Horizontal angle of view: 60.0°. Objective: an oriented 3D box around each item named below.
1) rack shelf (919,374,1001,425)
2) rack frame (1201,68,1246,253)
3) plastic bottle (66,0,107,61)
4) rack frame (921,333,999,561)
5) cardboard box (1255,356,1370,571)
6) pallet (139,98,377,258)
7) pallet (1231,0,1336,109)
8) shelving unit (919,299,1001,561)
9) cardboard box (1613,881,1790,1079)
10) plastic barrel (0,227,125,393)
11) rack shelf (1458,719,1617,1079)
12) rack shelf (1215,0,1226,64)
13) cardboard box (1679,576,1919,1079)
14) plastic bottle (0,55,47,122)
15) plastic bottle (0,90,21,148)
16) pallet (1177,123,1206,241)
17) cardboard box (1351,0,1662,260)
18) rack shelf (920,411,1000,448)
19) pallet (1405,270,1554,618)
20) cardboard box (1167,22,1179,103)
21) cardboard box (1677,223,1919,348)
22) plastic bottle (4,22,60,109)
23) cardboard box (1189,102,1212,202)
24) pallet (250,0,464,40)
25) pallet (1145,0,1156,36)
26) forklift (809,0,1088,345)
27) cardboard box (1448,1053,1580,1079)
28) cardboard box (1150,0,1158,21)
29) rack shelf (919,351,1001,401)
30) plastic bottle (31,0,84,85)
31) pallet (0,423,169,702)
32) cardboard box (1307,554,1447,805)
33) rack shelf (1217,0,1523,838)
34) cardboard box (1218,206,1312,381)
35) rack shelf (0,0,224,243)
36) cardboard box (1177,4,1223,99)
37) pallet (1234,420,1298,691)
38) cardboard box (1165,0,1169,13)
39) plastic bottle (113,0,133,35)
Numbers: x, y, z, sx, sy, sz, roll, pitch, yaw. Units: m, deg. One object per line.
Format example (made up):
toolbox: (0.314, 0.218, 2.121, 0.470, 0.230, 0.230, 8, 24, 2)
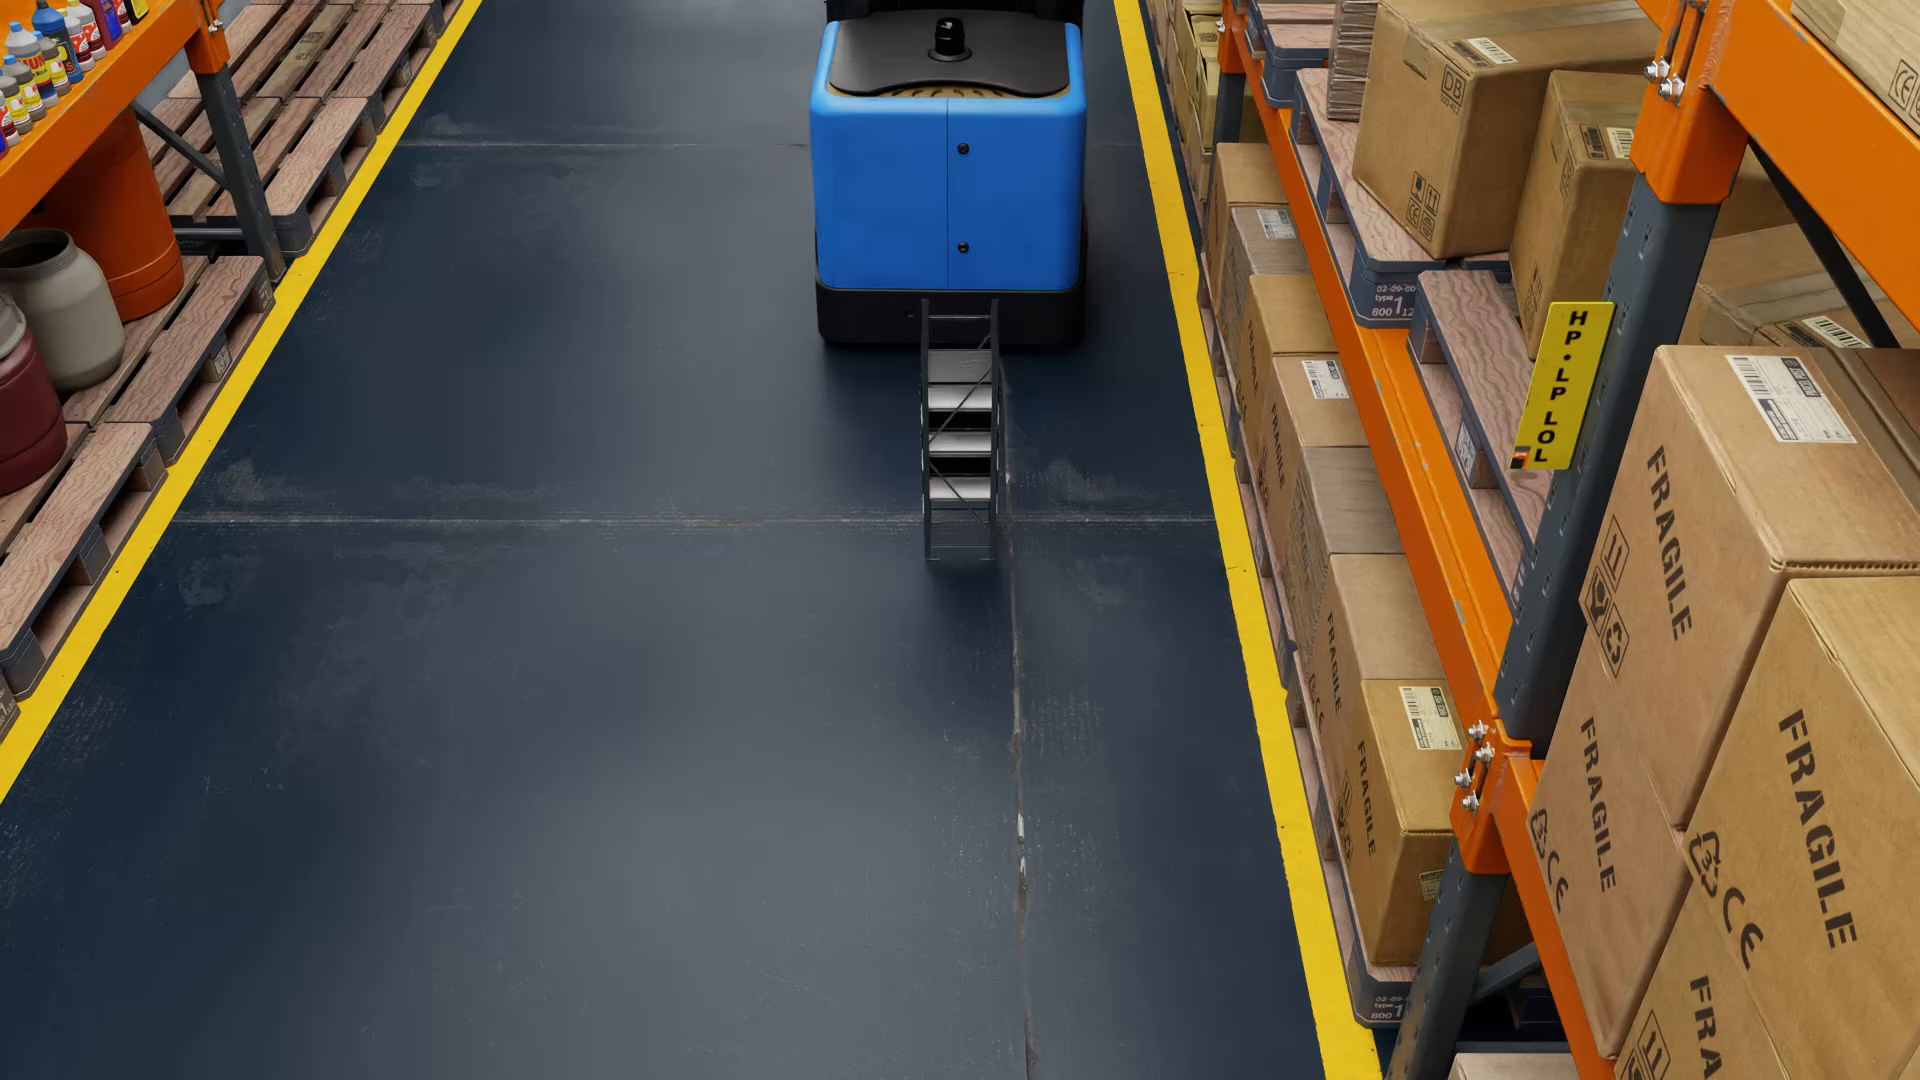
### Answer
rack shelf: (0.000, -0.461, 5.371, 0.258, 0.077, 0.200, 0, 39, 0)
rack frame: (1.537, -2.301, 6.222, 1.000, 3.000, 0.127, 0, 39, 0)
plastic bottle: (-3.007, -1.753, 5.698, 0.097, 0.201, 0.097, 0, 39, 0)
rack frame: (0.000, -0.282, 5.383, 0.240, 0.900, 0.006, 0, 39, 0)
cardboard box: (1.259, -0.245, 5.304, 0.500, 0.500, 0.500, -1, 39, -2)
pallet: (-3.378, -1.696, 7.697, 1.003, 0.211, 1.213, 0, 39, 0)
pallet: (1.608, -1.802, 5.754, 1.213, 0.211, 1.003, 0, 39, 0)
shelving unit: (0.000, -0.346, 5.462, 0.258, 0.900, 0.210, 0, 39, 0)
cardboard box: (1.274, 0.801, 2.272, 0.500, 0.500, 0.500, 1, 39, 1)
plastic barrel: (-3.309, -0.834, 6.045, 0.421, 0.512, 0.421, 0, 39, 0)
rack shelf: (1.544, 1.732, 1.765, 1.077, 0.370, 4.000, 0, 39, 0)
rack shelf: (1.535, -3.271, 8.008, 1.077, 0.370, 4.000, 0, 39, 0)
cardboard box: (1.262, 0.389, 1.987, 0.500, 0.500, 0.500, -1, 39, -1)
plastic bottle: (-3.006, -1.449, 5.318, 0.097, 0.201, 0.097, 0, 39, 0)
plastic bottle: (-3.006, -1.327, 5.166, 0.097, 0.201, 0.097, 0, 39, 0)
pallet: (1.575, -1.728, 7.737, 1.003, 0.211, 1.213, 0, 39, 0)
cardboard box: (1.478, -1.107, 4.317, 0.700, 0.500, 0.500, -9, 40, -11)
rack shelf: (0.000, -0.390, 5.427, 0.258, 0.077, 0.200, 0, 39, 0)
pallet: (1.650, -0.224, 3.785, 1.003, 0.211, 1.213, 0, 39, 0)
cardboard box: (1.291, -2.357, 8.156, 0.500, 0.250, 0.500, 1, 39, 1)
cardboard box: (1.765, -0.299, 3.308, 0.700, 0.500, 0.500, -13, 40, -15)
plastic bottle: (-3.007, -1.537, 5.372, 0.097, 0.271, 0.097, 0, 39, 0)
cardboard box: (1.293, -1.721, 7.361, 0.500, 0.250, 0.500, 1, 39, 1)
pallet: (-3.381, -3.222, 9.602, 1.003, 0.211, 1.213, 0, 39, 0)
pallet: (1.572, -3.253, 9.641, 1.003, 0.211, 1.213, 0, 39, 0)
forklift: (-0.016, -2.813, 6.916, 1.130, 2.935, 3.031, 1, 39, 1)
cardboard box: (1.326, 1.341, 3.477, 0.500, 0.311, 0.500, 0, 39, 0)
cardboard box: (1.288, -2.997, 8.954, 0.500, 0.250, 0.500, -1, 39, -1)
rack shelf: (0.000, -0.531, 5.314, 0.258, 0.077, 0.200, 0, 39, 0)
plastic bottle: (-3.007, -1.659, 5.524, 0.097, 0.271, 0.097, 0, 39, 0)
pallet: (-3.375, 0.043, 5.528, 1.003, 0.211, 1.213, 0, 39, 0)
cardboard box: (1.262, 0.387, 4.516, 0.500, 0.500, 0.500, 0, 39, 0)
rack shelf: (1.539, -0.769, 4.887, 1.077, 0.370, 4.000, 0, 39, 0)
cardboard box: (1.258, -0.885, 6.103, 0.500, 0.500, 0.500, -1, 39, -2)
rack shelf: (-3.414, -0.768, 4.885, 1.077, 0.370, 4.000, 0, 39, 0)
cardboard box: (1.283, -2.263, 7.590, 0.500, 0.311, 0.500, -1, 39, -1)
pallet: (1.499, 0.015, 5.562, 1.003, 0.211, 1.213, 0, 39, 0)
cardboard box: (1.287, -2.892, 8.375, 0.500, 0.311, 0.500, 1, 39, 1)
plastic bottle: (-3.007, -1.897, 5.878, 0.097, 0.201, 0.097, 0, 39, 0)
